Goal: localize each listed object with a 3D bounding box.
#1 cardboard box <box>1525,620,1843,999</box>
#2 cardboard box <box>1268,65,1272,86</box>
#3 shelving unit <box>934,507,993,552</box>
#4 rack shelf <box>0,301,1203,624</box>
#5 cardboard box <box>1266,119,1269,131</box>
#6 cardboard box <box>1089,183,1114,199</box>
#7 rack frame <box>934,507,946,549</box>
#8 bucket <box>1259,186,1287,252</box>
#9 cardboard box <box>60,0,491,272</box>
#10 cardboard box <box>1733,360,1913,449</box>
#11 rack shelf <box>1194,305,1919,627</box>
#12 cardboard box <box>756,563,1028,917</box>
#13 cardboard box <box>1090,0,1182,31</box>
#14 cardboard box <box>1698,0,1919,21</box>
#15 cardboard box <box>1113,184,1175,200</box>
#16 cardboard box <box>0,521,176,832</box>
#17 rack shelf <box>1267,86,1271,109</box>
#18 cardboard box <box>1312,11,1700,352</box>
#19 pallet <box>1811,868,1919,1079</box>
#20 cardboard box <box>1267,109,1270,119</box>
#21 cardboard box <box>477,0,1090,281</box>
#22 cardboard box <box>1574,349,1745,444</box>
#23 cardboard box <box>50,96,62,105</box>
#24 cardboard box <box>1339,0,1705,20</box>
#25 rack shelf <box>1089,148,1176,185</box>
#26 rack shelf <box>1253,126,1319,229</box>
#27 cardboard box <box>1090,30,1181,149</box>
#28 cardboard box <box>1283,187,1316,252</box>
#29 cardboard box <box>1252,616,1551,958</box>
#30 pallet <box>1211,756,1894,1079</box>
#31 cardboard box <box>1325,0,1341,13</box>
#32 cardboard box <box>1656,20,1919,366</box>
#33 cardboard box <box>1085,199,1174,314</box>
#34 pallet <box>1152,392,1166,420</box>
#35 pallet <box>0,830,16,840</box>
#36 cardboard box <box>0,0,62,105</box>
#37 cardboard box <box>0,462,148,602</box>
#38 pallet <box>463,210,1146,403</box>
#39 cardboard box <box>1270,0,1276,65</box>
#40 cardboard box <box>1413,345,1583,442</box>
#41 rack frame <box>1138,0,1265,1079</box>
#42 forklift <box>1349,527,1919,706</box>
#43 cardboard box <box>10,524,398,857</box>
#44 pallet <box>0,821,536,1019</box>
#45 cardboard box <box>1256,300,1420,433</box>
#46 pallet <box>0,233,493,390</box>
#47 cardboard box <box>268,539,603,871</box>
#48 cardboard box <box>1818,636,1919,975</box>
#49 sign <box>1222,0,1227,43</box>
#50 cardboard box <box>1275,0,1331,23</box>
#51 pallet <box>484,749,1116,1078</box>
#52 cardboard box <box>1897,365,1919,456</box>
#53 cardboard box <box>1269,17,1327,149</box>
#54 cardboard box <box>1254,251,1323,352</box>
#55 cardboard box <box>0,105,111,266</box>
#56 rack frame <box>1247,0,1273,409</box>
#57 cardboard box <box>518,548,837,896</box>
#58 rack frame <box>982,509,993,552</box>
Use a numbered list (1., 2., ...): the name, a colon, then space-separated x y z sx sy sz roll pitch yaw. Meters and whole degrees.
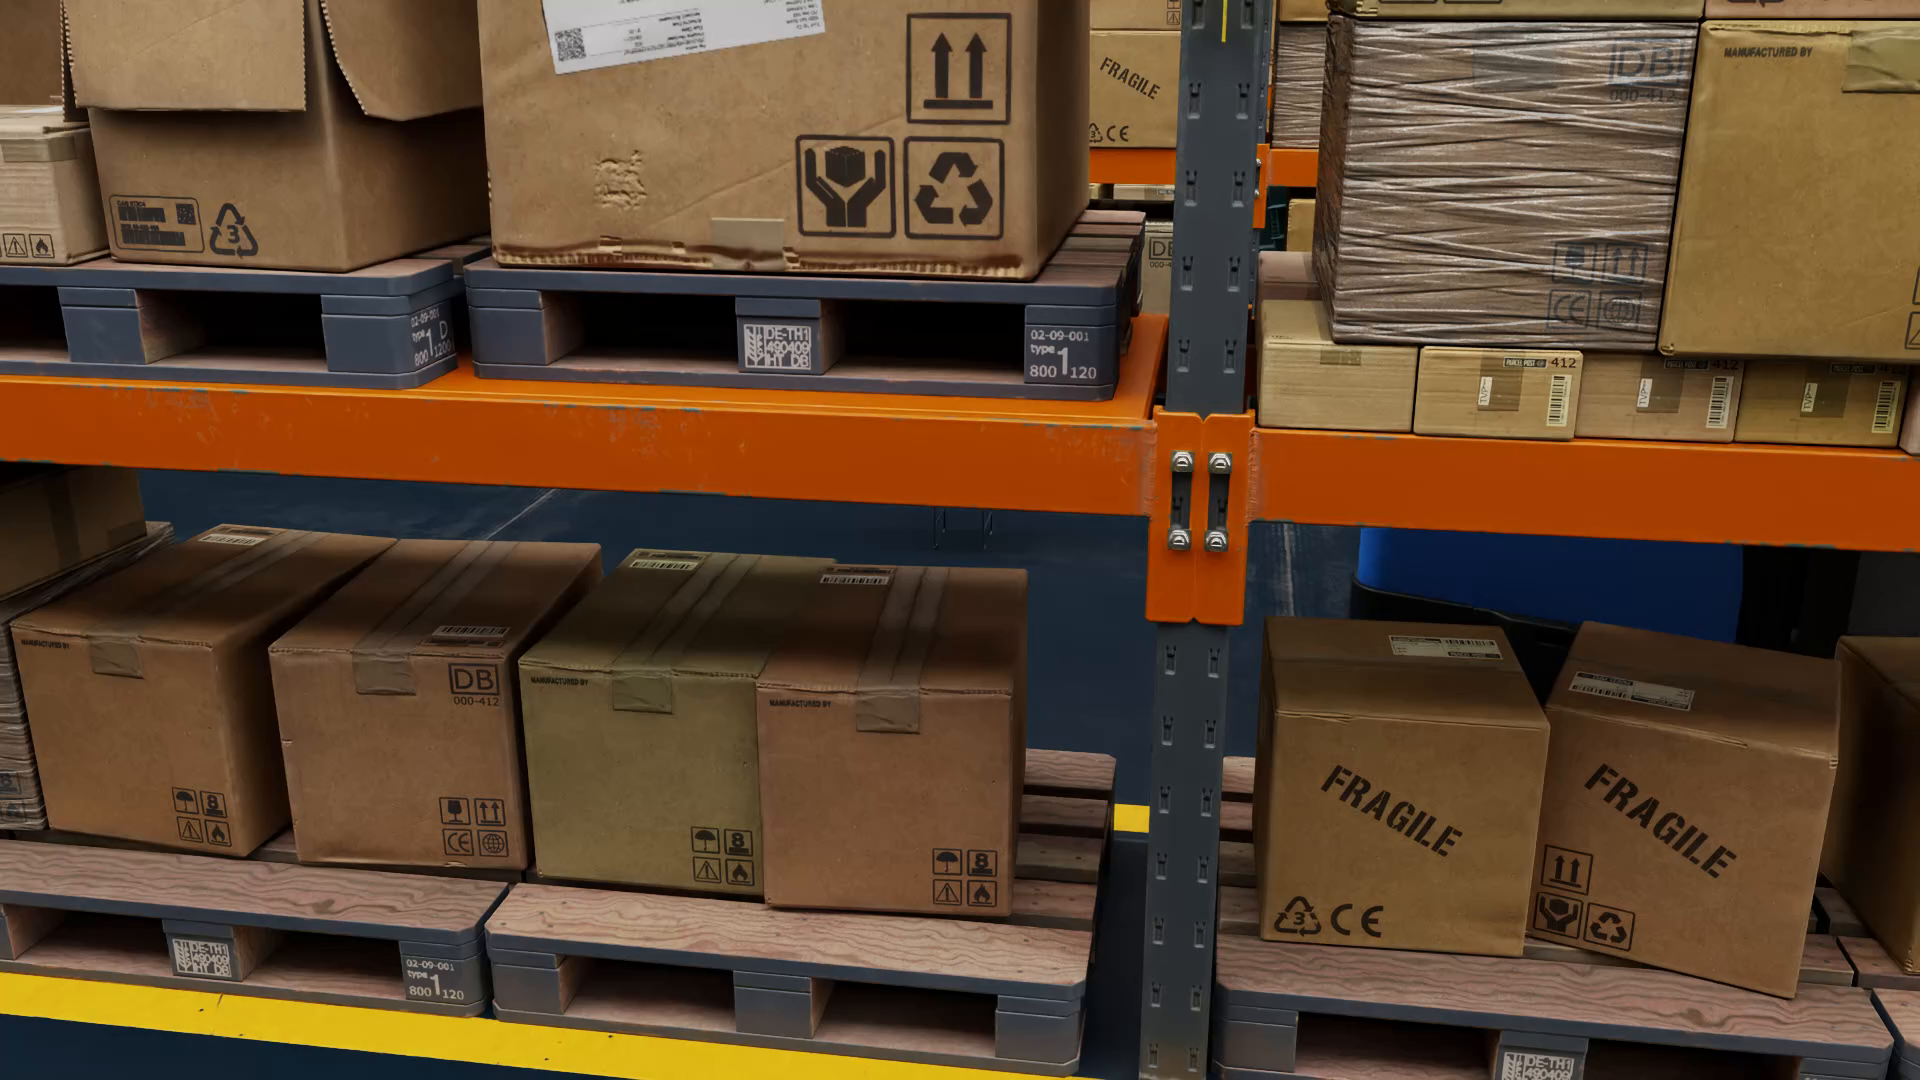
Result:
1. cardboard box: 1.439 0.513 3.321 0.500 0.500 0.500 9 21 26
2. cardboard box: 2.315 -3.402 12.139 0.250 0.149 0.380 3 19 8
3. shelving unit: 0.014 -0.568 6.111 0.189 1.200 0.258 3 19 9
4. rack shelf: -1.491 -0.292 3.583 4.000 0.370 1.077 3 19 9
5. cardboard box: 3.268 -4.204 17.024 0.500 0.250 0.500 3 19 8
6. cardboard box: 0.827 -2.651 12.979 0.625 0.372 0.950 4 19 12
7. rack frame: -0.076 -0.573 6.124 0.006 1.200 0.240 3 19 9
8. bucket: 1.870 -1.965 10.213 0.620 0.611 0.726 -1 16 31
9. cardboard box: -1.243 -0.839 3.259 0.637 0.503 0.797 5 19 14
10. cardboard box: 1.392 -0.278 2.804 0.250 0.149 0.380 3 19 9
11. rack shelf: 2.458 -0.091 2.981 4.000 0.370 1.077 3 19 9
12. cardboard box: -0.119 0.406 3.607 0.500 0.500 0.700 1 19 4
13. cardboard box: 0.879 -2.626 7.692 0.500 0.500 0.700 3 19 8
14. cardboard box: 1.381 -1.068 2.567 0.500 0.500 0.500 3 19 9
15. cardboard box: 1.537 -2.616 12.874 0.625 0.372 0.950 3 19 9
16. cardboard box: -2.252 0.294 3.943 0.500 0.500 0.700 1 19 4
17. rack shelf: 4.030 -3.196 12.260 4.000 0.370 1.077 3 19 9
18. cardboard box: 0.918 -0.679 2.979 0.500 0.500 0.875 3 19 9
19. pallet: 2.360 0.873 3.361 1.213 0.211 1.003 3 19 9
20. cardboard box: 3.267 -4.439 16.940 0.500 0.250 0.500 3 19 8
21. cardboard box: -0.279 -1.100 3.257 1.000 1.000 1.000 3 19 9
22. cardboard box: 1.144 -0.288 2.832 0.250 0.149 0.380 3 19 9
23. cardboard box: -1.777 -0.870 3.726 0.258 0.266 0.396 2 19 7
24. cardboard box: 0.887 -1.093 2.641 0.500 0.500 0.500 3 19 9
25. rack shelf: -0.605 -1.841 8.212 4.000 0.370 1.077 3 19 9
26. rack shelf: 3.345 -1.640 7.610 4.000 0.370 1.077 3 19 9
27. cardboard box: 0.812 -2.071 7.609 0.500 0.500 0.500 3 19 8
28. cardboard box: 1.980 -1.220 7.907 0.875 0.875 0.875 3 19 9
29. cardboard box: 0.872 0.486 3.400 0.500 0.500 0.500 2 19 7
30. pallet: 1.152 0.812 3.543 1.213 0.211 1.003 3 19 9
31. cardboard box: 0.971 -1.259 3.136 0.500 0.500 0.500 3 19 9
32. cardboard box: 1.406 -0.643 2.871 0.500 0.500 0.875 3 19 9
33. cardboard box: 0.743 -1.217 8.096 0.750 0.750 1.050 3 19 8
34. pallet: 0.596 -0.774 8.285 1.213 0.211 1.003 3 19 9
35. pallet: -2.695 0.628 4.093 1.213 0.211 1.003 3 19 9
36. cardboard box: -2.359 -0.969 3.653 0.500 0.500 0.700 6 19 17
37. cardboard box: -2.274 -0.065 3.835 0.500 0.250 0.500 5 19 15
38. pallet: -0.248 -0.526 3.450 1.213 0.211 1.003 3 19 9
39. cardboard box: 2.445 -3.716 12.057 0.500 0.500 0.500 3 19 9
40. cardboard box: 0.893 -0.292 2.844 0.250 0.149 0.380 3 19 9
41. rack frame: 0.483 -0.533 3.168 0.127 3.000 1.000 3 19 9
42. forklift: 2.709 -0.866 4.272 3.031 2.935 1.130 10 21 28
43. cardboard box: -1.691 0.320 3.864 0.500 0.500 0.700 5 19 13
44. pallet: -1.494 0.690 3.908 1.213 0.211 1.003 3 19 9
45. cardboard box: 0.648 -0.309 2.894 0.250 0.149 0.380 3 19 9
46. pallet: -1.505 -0.556 3.541 1.213 0.211 1.003 3 19 9
47. cardboard box: -1.140 0.348 3.781 0.500 0.500 0.700 1 19 4
48. cardboard box: 2.064 0.519 3.302 0.500 0.500 0.500 1 19 4
49. sign: 0.399 -0.908 2.464 0.005 0.325 0.100 3 19 9
50. cardboard box: 1.729 -2.635 7.514 0.550 0.550 0.875 3 19 9
51. pallet: -0.286 0.751 3.726 1.213 0.211 1.003 3 19 9
52. cardboard box: 1.633 -0.253 2.728 0.250 0.149 0.380 3 19 9
53. cardboard box: 1.736 -2.138 7.729 0.550 0.550 0.875 3 19 9
54. cardboard box: 0.742 -0.495 3.451 0.250 0.149 0.380 3 19 9
55. cardboard box: -1.848 -0.706 3.259 0.500 0.250 0.500 2 19 7
56. rack frame: 1.370 -2.082 7.797 0.127 3.000 1.000 3 19 9
57. cardboard box: -0.587 0.376 3.697 0.500 0.500 0.700 3 19 8
58. rack frame: 0.105 -0.564 6.097 0.006 1.200 0.240 3 19 9
